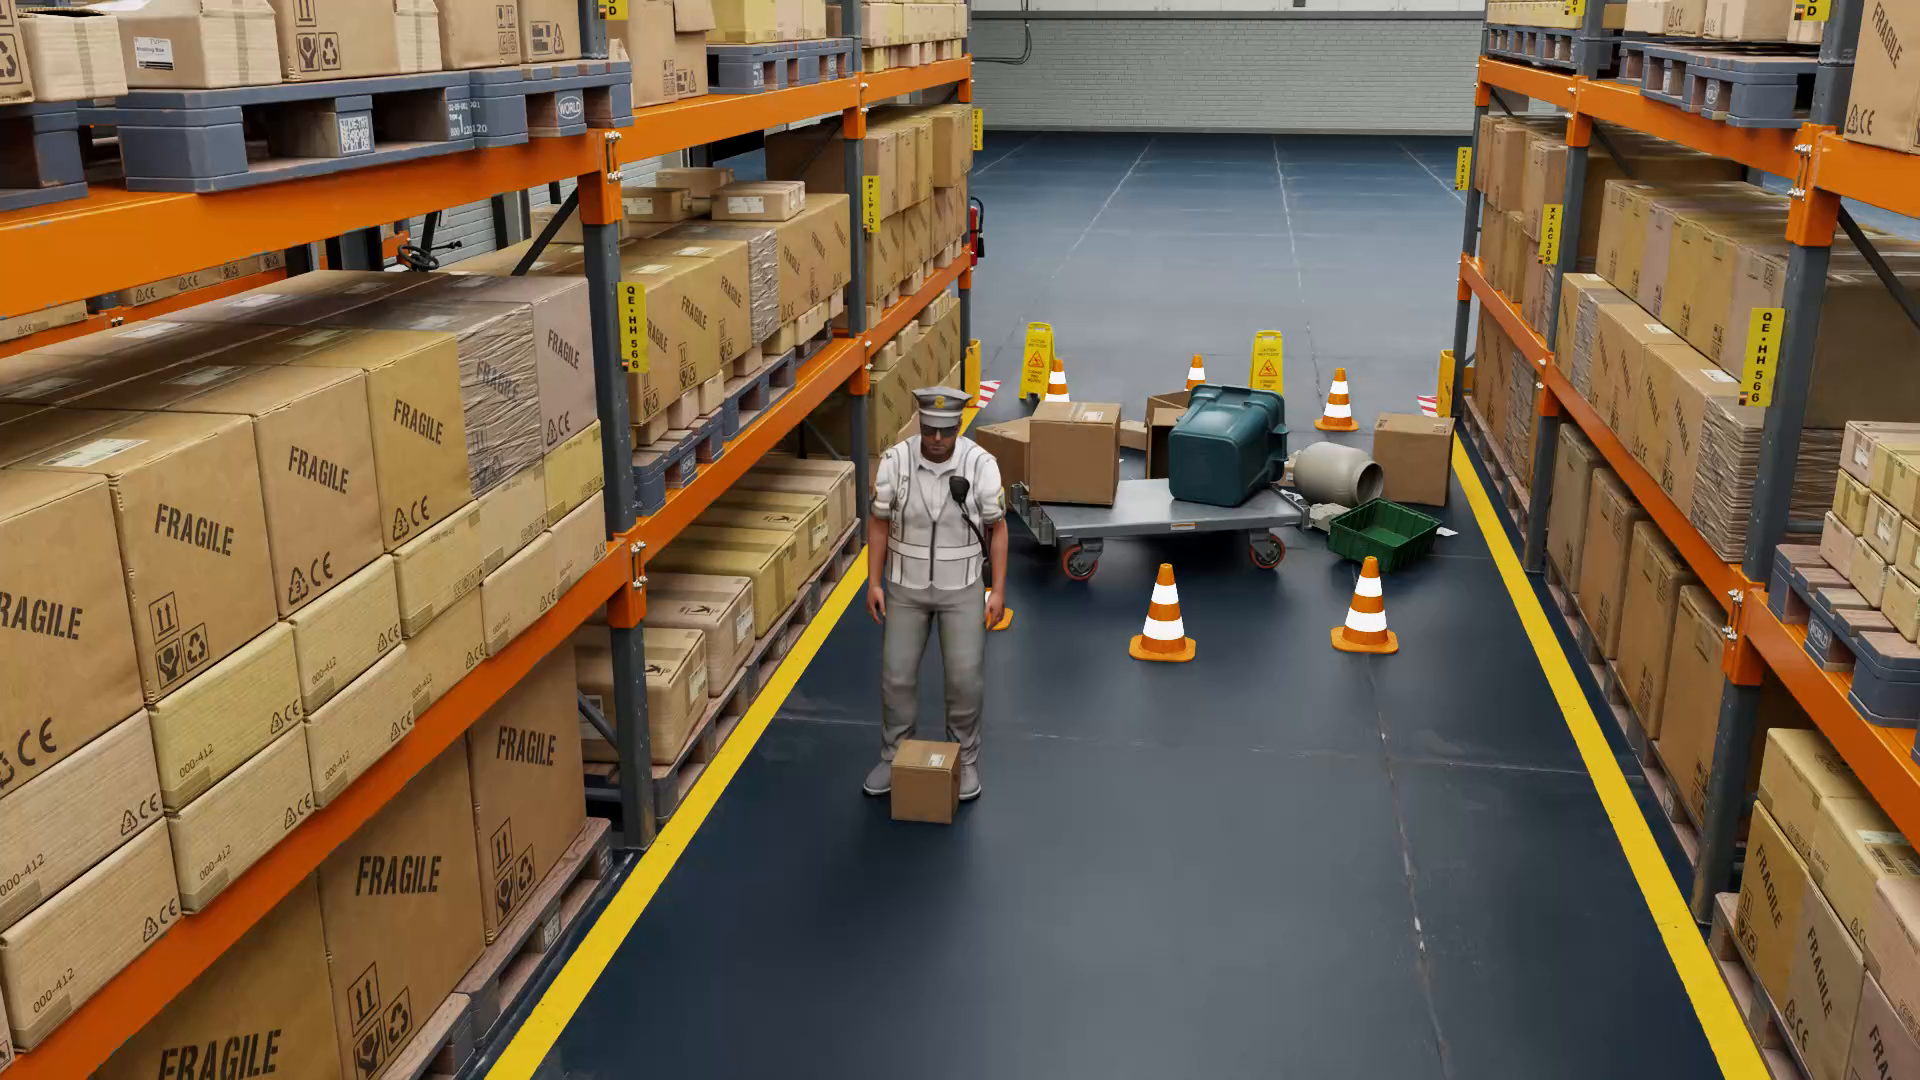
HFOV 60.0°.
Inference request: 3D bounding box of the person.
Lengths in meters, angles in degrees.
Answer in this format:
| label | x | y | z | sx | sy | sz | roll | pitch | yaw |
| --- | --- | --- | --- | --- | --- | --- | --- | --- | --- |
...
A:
| label | x | y | z | sx | sy | sz | roll | pitch | yaw |
| --- | --- | --- | --- | --- | --- | --- | --- | --- | --- |
| person | -0.100 | 0.202 | 6.917 | 0.597 | 1.744 | 0.437 | 2 | 18 | 6 |
